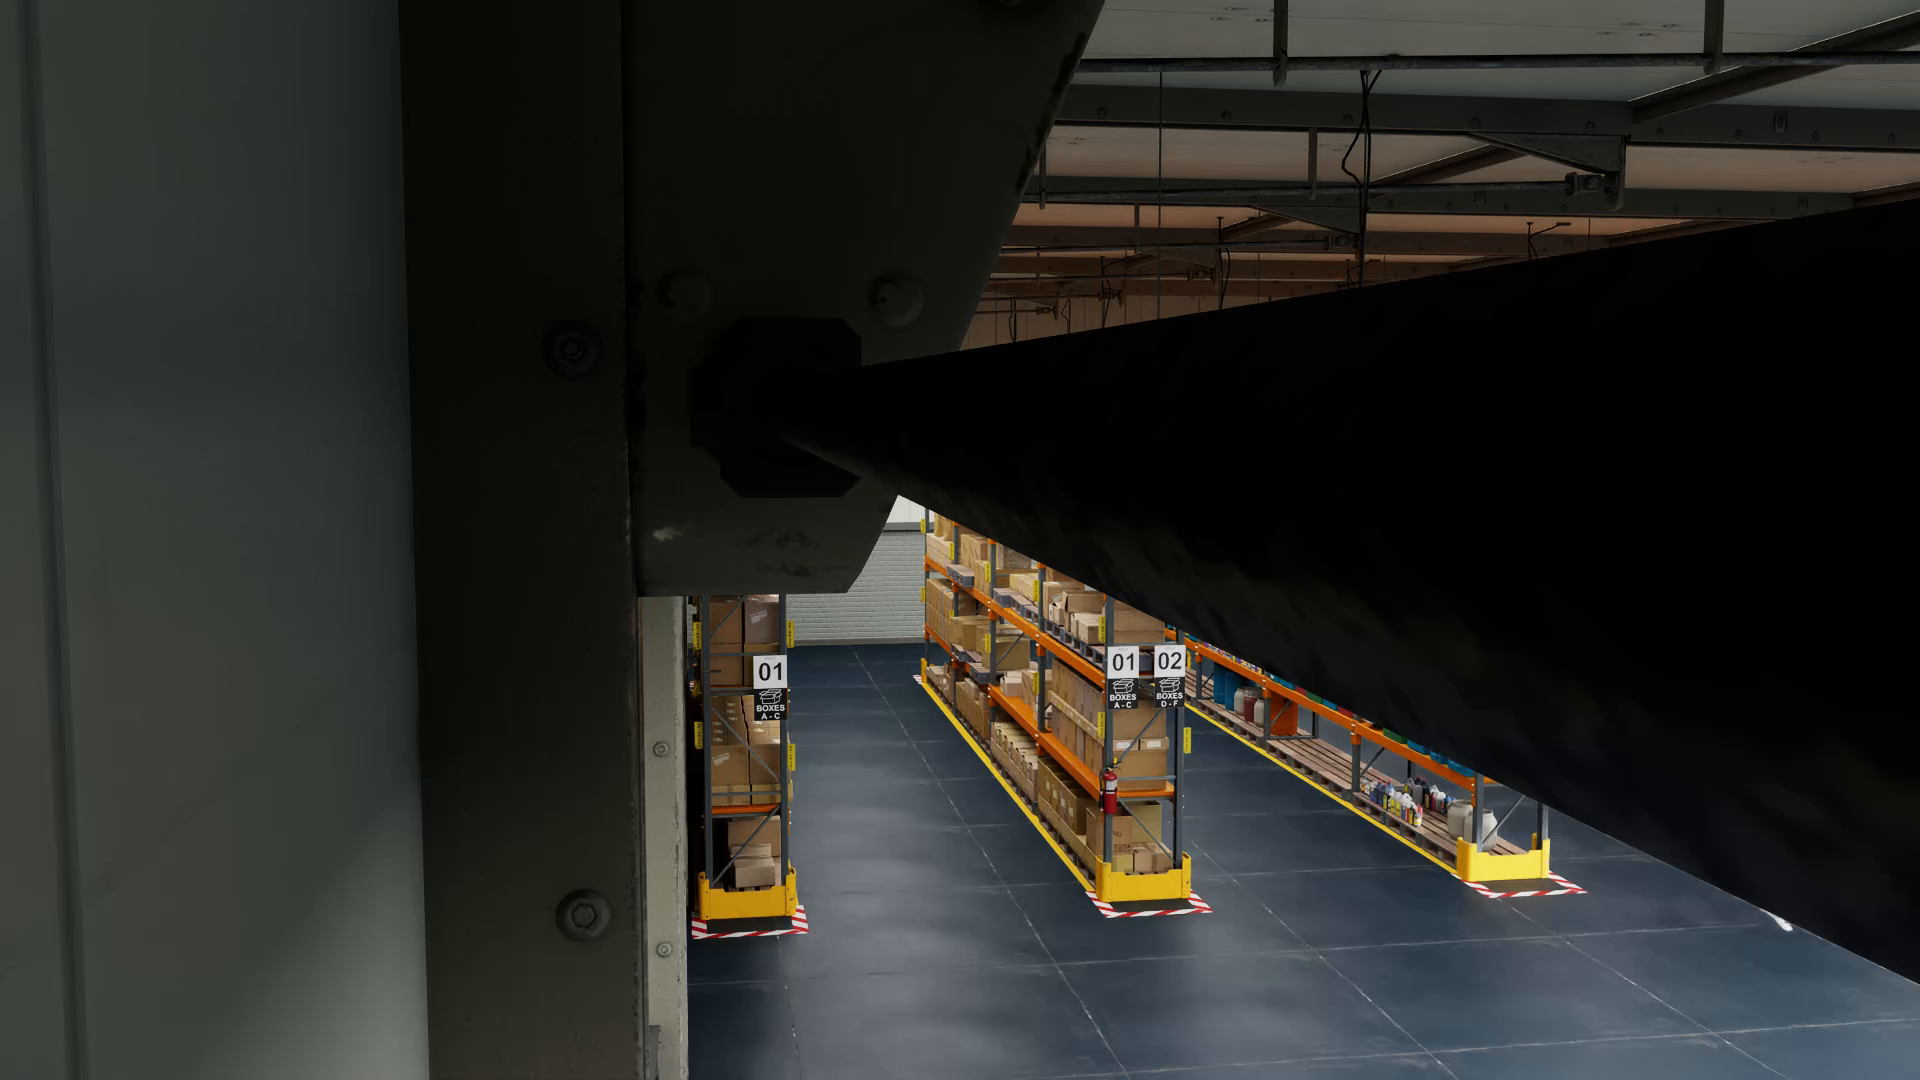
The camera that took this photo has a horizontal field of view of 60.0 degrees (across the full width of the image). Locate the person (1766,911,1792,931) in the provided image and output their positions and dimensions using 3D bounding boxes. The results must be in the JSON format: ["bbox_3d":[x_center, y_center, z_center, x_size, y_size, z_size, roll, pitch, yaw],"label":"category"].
[{"bbox_3d":[9.976,3.726,19.263,1.154,1.736,0.727,2,5,23],"label":"person"}]
